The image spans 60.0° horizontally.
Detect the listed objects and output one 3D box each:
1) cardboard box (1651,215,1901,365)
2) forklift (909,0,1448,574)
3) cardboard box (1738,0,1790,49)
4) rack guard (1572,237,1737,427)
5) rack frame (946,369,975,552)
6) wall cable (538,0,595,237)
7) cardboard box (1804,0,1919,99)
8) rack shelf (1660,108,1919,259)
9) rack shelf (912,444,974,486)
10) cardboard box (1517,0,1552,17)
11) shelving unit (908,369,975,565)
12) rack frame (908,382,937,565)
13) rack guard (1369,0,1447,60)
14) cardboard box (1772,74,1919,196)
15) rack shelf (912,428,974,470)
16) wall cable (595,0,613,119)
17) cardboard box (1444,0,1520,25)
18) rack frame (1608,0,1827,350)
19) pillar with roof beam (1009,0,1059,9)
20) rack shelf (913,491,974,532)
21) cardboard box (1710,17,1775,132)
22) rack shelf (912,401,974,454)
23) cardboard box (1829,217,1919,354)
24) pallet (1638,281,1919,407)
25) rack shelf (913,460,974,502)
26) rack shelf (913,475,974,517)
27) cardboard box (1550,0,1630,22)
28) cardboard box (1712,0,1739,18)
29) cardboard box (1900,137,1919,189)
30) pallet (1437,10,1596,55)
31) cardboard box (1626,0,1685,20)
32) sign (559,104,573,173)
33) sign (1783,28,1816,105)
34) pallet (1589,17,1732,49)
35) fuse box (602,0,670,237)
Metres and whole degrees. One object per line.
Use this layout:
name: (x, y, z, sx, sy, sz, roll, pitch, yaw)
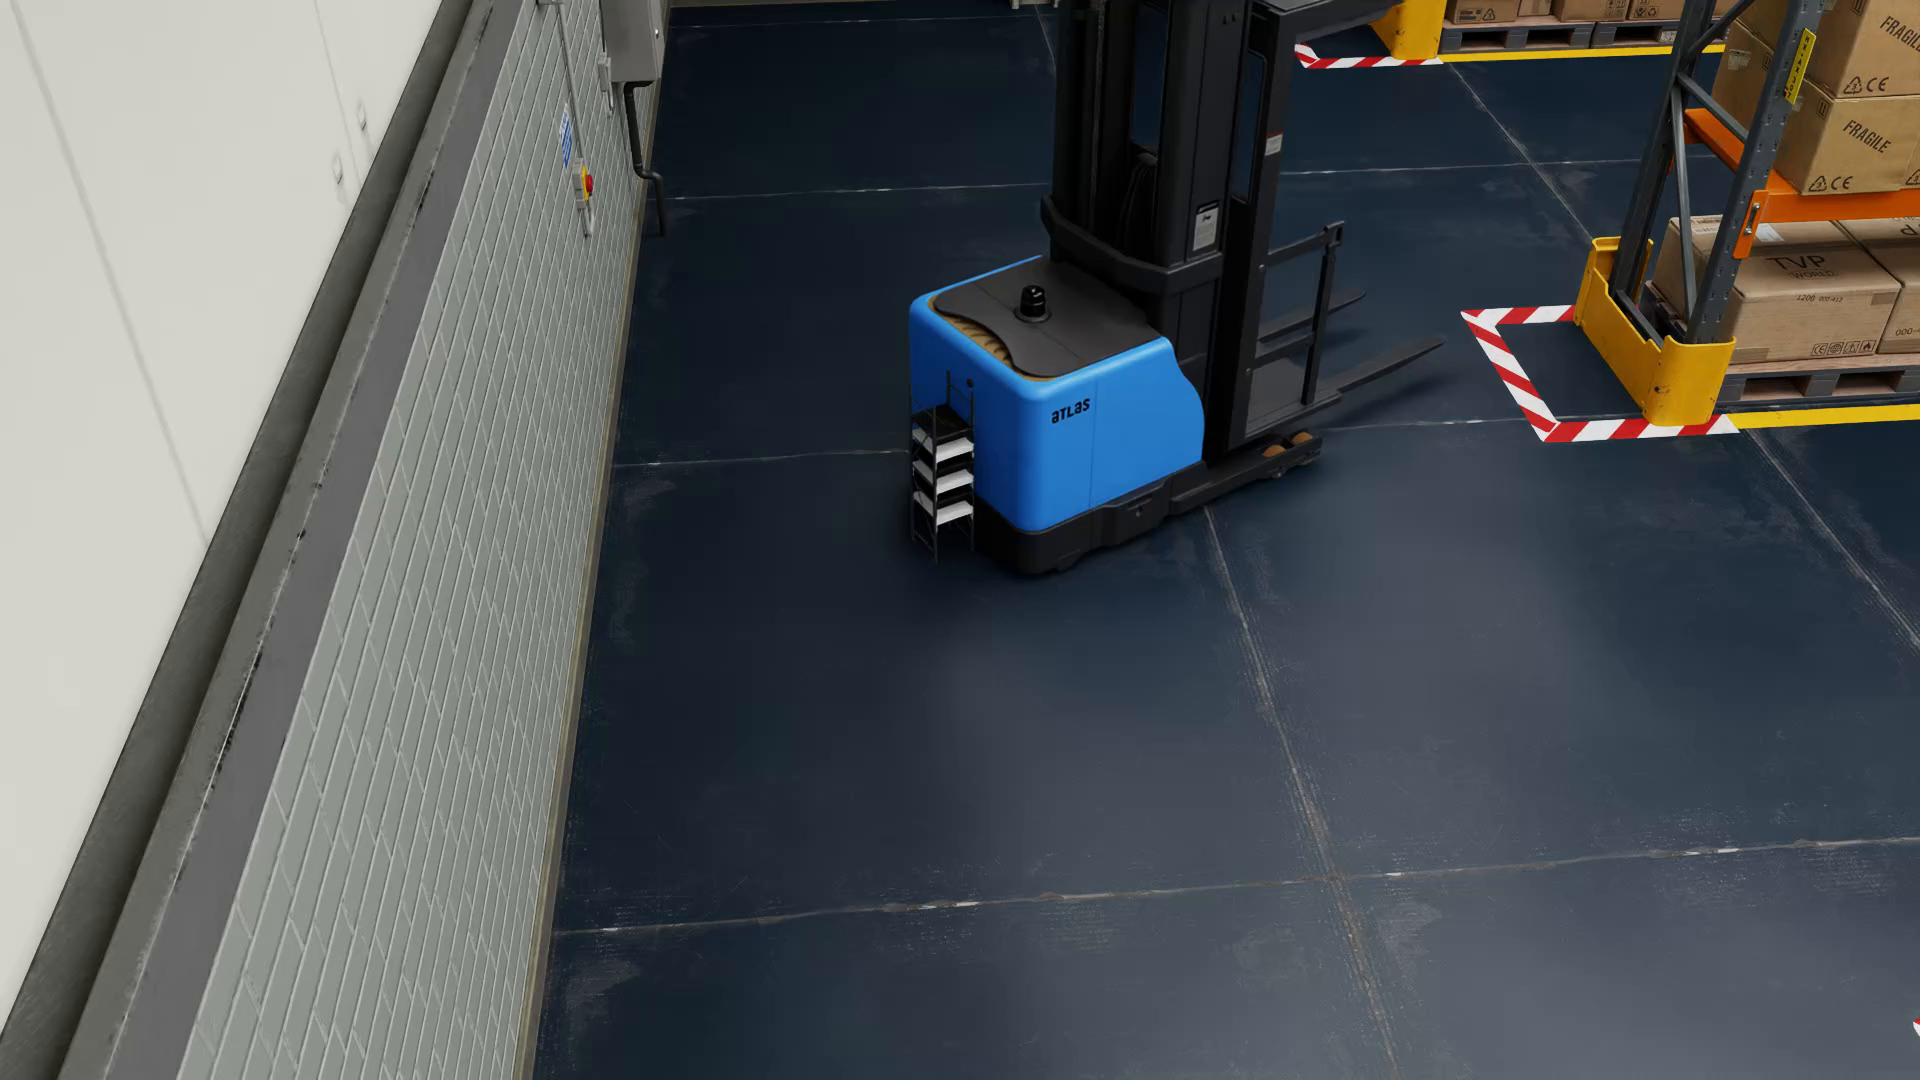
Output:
cardboard box: (4.464, -1.404, 9.160, 0.875, 0.438, 0.875, -4, 38, -6)
forklift: (1.246, -1.713, 7.877, 3.031, 2.935, 1.130, -23, 44, -27)
cardboard box: (4.274, -2.752, 8.251, 0.500, 0.500, 0.500, -2, 38, -2)
rack guard: (3.791, -1.165, 9.144, 0.348, 0.500, 1.175, -3, 38, -4)
rack frame: (0.002, -0.362, 7.805, 0.006, 0.900, 0.240, -20, 43, -24)
wall cable: (-1.799, -2.235, 7.637, 0.123, 1.953, 0.585, -3, 38, -4)
cardboard box: (4.318, -2.430, 7.842, 0.500, 0.500, 0.500, -4, 38, -5)
rack shelf: (5.807, -1.975, 8.734, 4.000, 0.370, 1.077, -3, 38, -4)
rack shelf: (-0.086, -0.375, 7.729, 0.200, 0.077, 0.258, -20, 43, -24)
cardboard box: (4.416, -4.230, 12.974, 0.250, 0.149, 0.380, -5, 39, -6)
shelving unit: (-0.086, -0.330, 7.764, 0.210, 0.900, 0.258, -20, 43, -24)
rack frame: (-0.173, -0.298, 7.723, 0.006, 0.900, 0.240, -20, 43, -24)
rack guard: (3.447, -4.232, 13.033, 0.348, 0.500, 1.175, -3, 38, -4)
cardboard box: (4.319, -2.036, 8.150, 0.500, 0.500, 0.500, -3, 38, -4)
rack shelf: (-0.086, -0.445, 7.673, 0.200, 0.077, 0.258, -20, 43, -24)
wall cable: (-1.937, -3.097, 8.755, 0.122, 1.984, 0.588, -3, 38, -4)
cardboard box: (3.989, -4.370, 12.865, 0.637, 0.503, 0.797, -5, 39, -6)
rack frame: (3.815, -2.147, 8.372, 0.127, 3.000, 1.000, -3, 38, -4)
pillar with roof beam: (0.988, -5.317, 7.546, 0.400, 9.000, 9.100, -3, 38, -4)
rack shelf: (-0.086, -0.163, 7.896, 0.200, 0.077, 0.258, -20, 43, -24)
cardboard box: (4.272, -2.376, 8.581, 0.500, 0.500, 0.500, -3, 38, -4)
rack shelf: (-0.086, -0.516, 7.617, 0.200, 0.077, 0.258, -20, 43, -24)
cardboard box: (5.375, -1.460, 9.230, 0.875, 0.438, 0.875, -2, 38, -3)
pallet: (4.605, -1.145, 9.352, 1.213, 0.211, 1.003, -3, 38, -4)
rack shelf: (-0.086, -0.304, 7.785, 0.200, 0.077, 0.258, -20, 43, -24)
rack shelf: (-0.086, -0.233, 7.840, 0.200, 0.077, 0.258, -20, 43, -24)
cardboard box: (4.844, -4.391, 12.895, 0.500, 0.500, 0.700, -2, 38, -2)
cardboard box: (5.878, -4.448, 12.967, 0.500, 0.500, 0.700, -5, 38, -6)
cardboard box: (4.820, -2.081, 8.207, 0.500, 0.500, 0.500, -4, 38, -5)
pallet: (4.242, -4.163, 13.178, 1.213, 0.211, 1.003, -3, 38, -4)
cardboard box: (5.380, -4.358, 12.853, 0.500, 0.500, 0.500, -2, 38, -3)
sign: (-1.856, -1.896, 7.836, 0.001, 0.218, 0.327, -3, 38, -4)
sign: (3.858, -2.176, 7.645, 0.005, 0.325, 0.100, -3, 38, -4)
pallet: (5.454, -4.228, 13.261, 1.213, 0.211, 1.003, -3, 38, -4)
fuse box: (-1.840, -2.622, 10.013, 0.414, 1.711, 0.539, -3, 38, -4)
